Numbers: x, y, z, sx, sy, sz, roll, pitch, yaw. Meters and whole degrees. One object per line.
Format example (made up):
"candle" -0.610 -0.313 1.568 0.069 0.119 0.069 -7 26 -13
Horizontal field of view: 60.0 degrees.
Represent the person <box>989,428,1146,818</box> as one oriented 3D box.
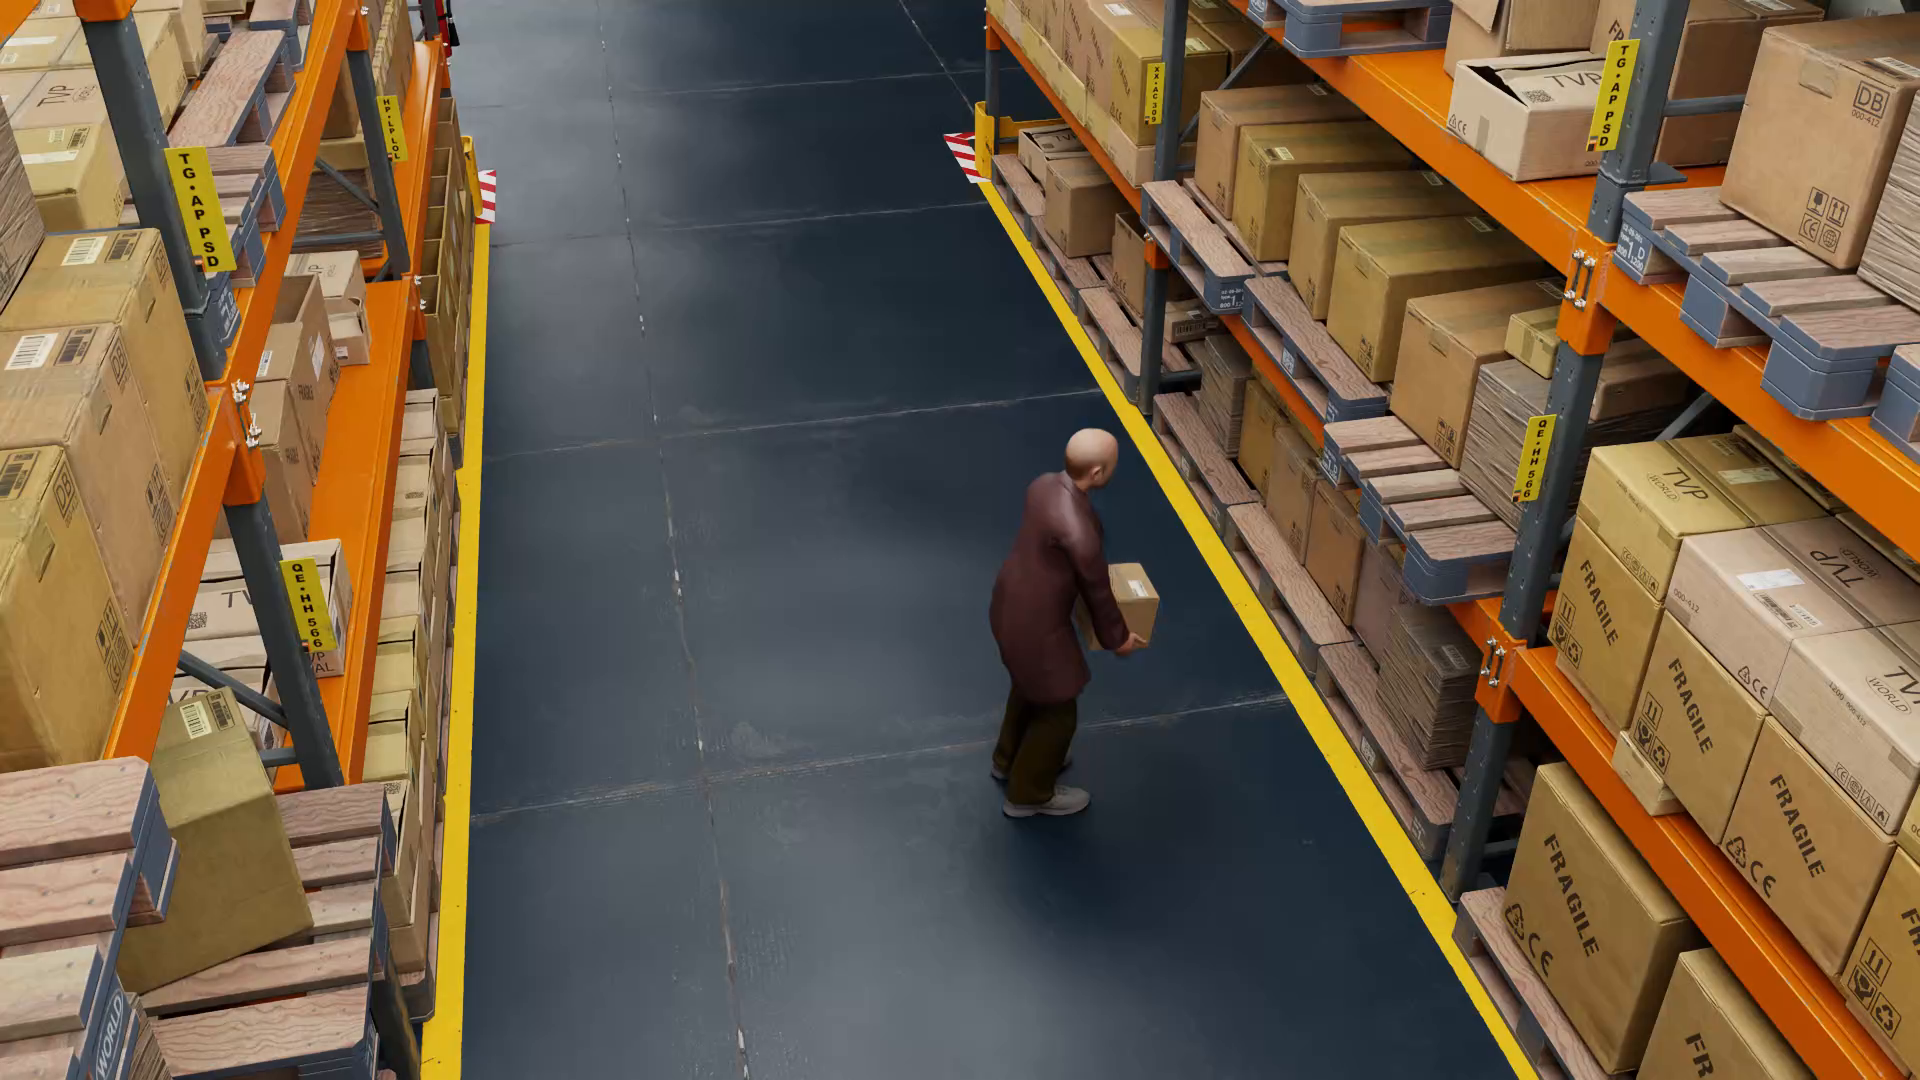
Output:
"person" 0.424 0.335 6.696 0.606 1.742 0.537 -8 35 -11
